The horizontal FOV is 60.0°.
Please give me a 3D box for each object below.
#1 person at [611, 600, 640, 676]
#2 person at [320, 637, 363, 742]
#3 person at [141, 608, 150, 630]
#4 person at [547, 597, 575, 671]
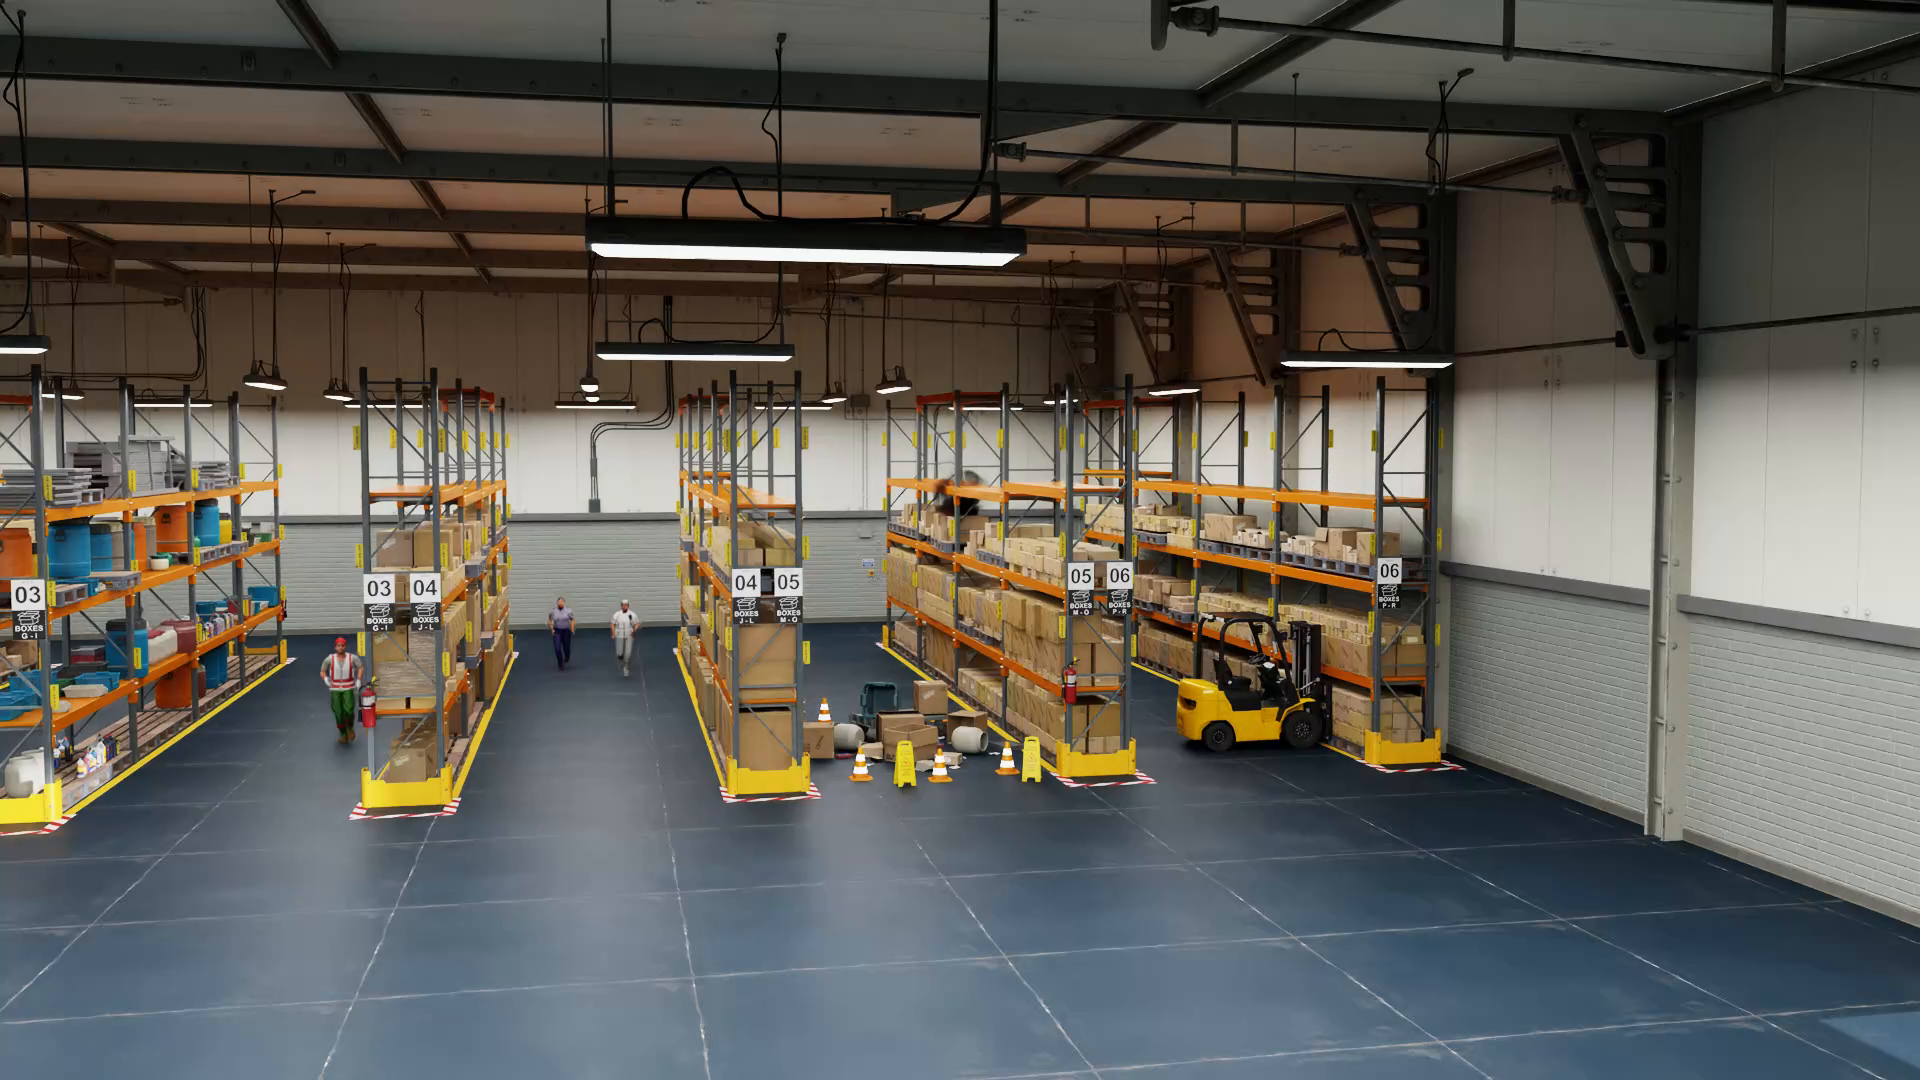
[{"bbox_3d":[-7.171,2.086,35.610,0.616,1.627,0.550,0,3,-7],"label":"person"},{"bbox_3d":[-10.222,2.482,27.466,0.663,1.744,0.590,-1,4,-15],"label":"person"},{"bbox_3d":[-16.700,2.167,33.740,0.555,1.654,0.549,-1,4,-19],"label":"person"},{"bbox_3d":[-8.754,2.046,36.525,0.591,1.605,0.551,-1,4,-14],"label":"person"}]
